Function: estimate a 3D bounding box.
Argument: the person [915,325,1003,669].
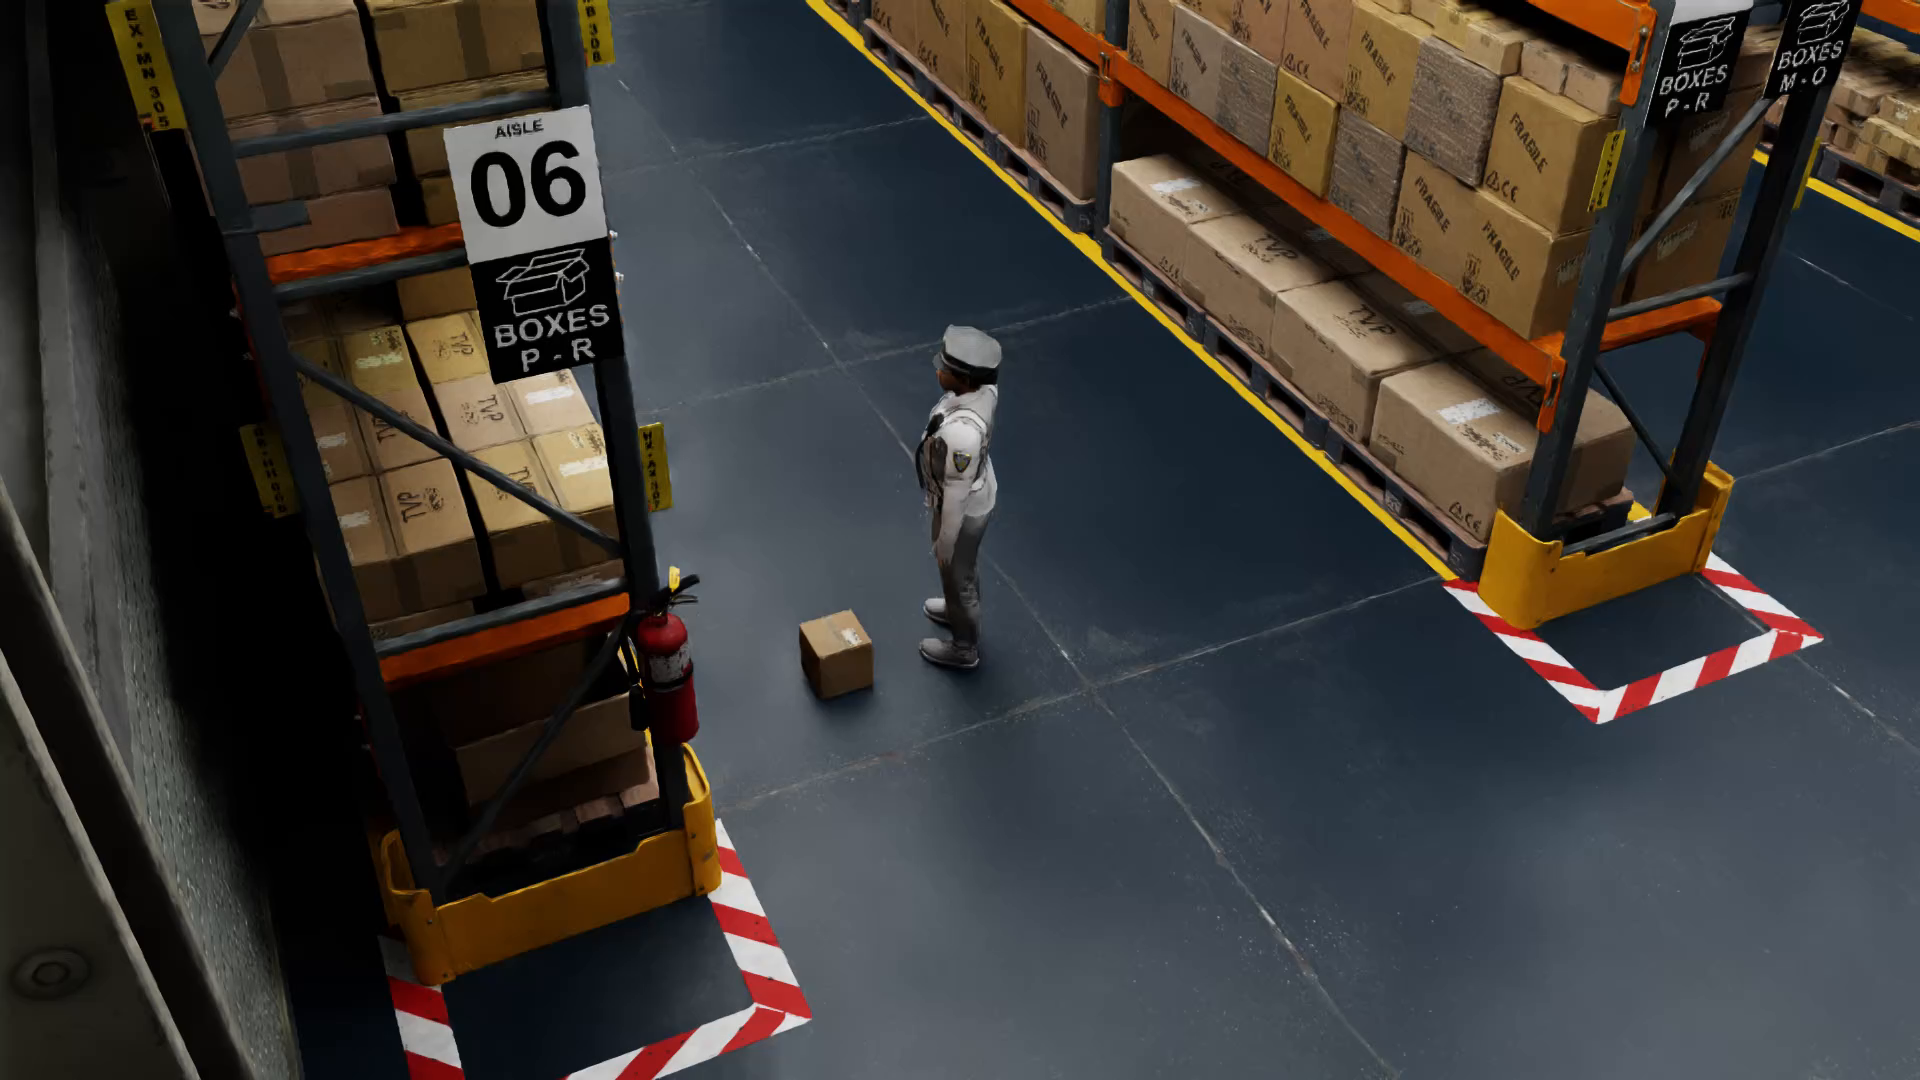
[{"bbox_3d":[-0.017,-0.171,7.040,0.387,1.689,0.618,5,38,7],"label":"person"}]
